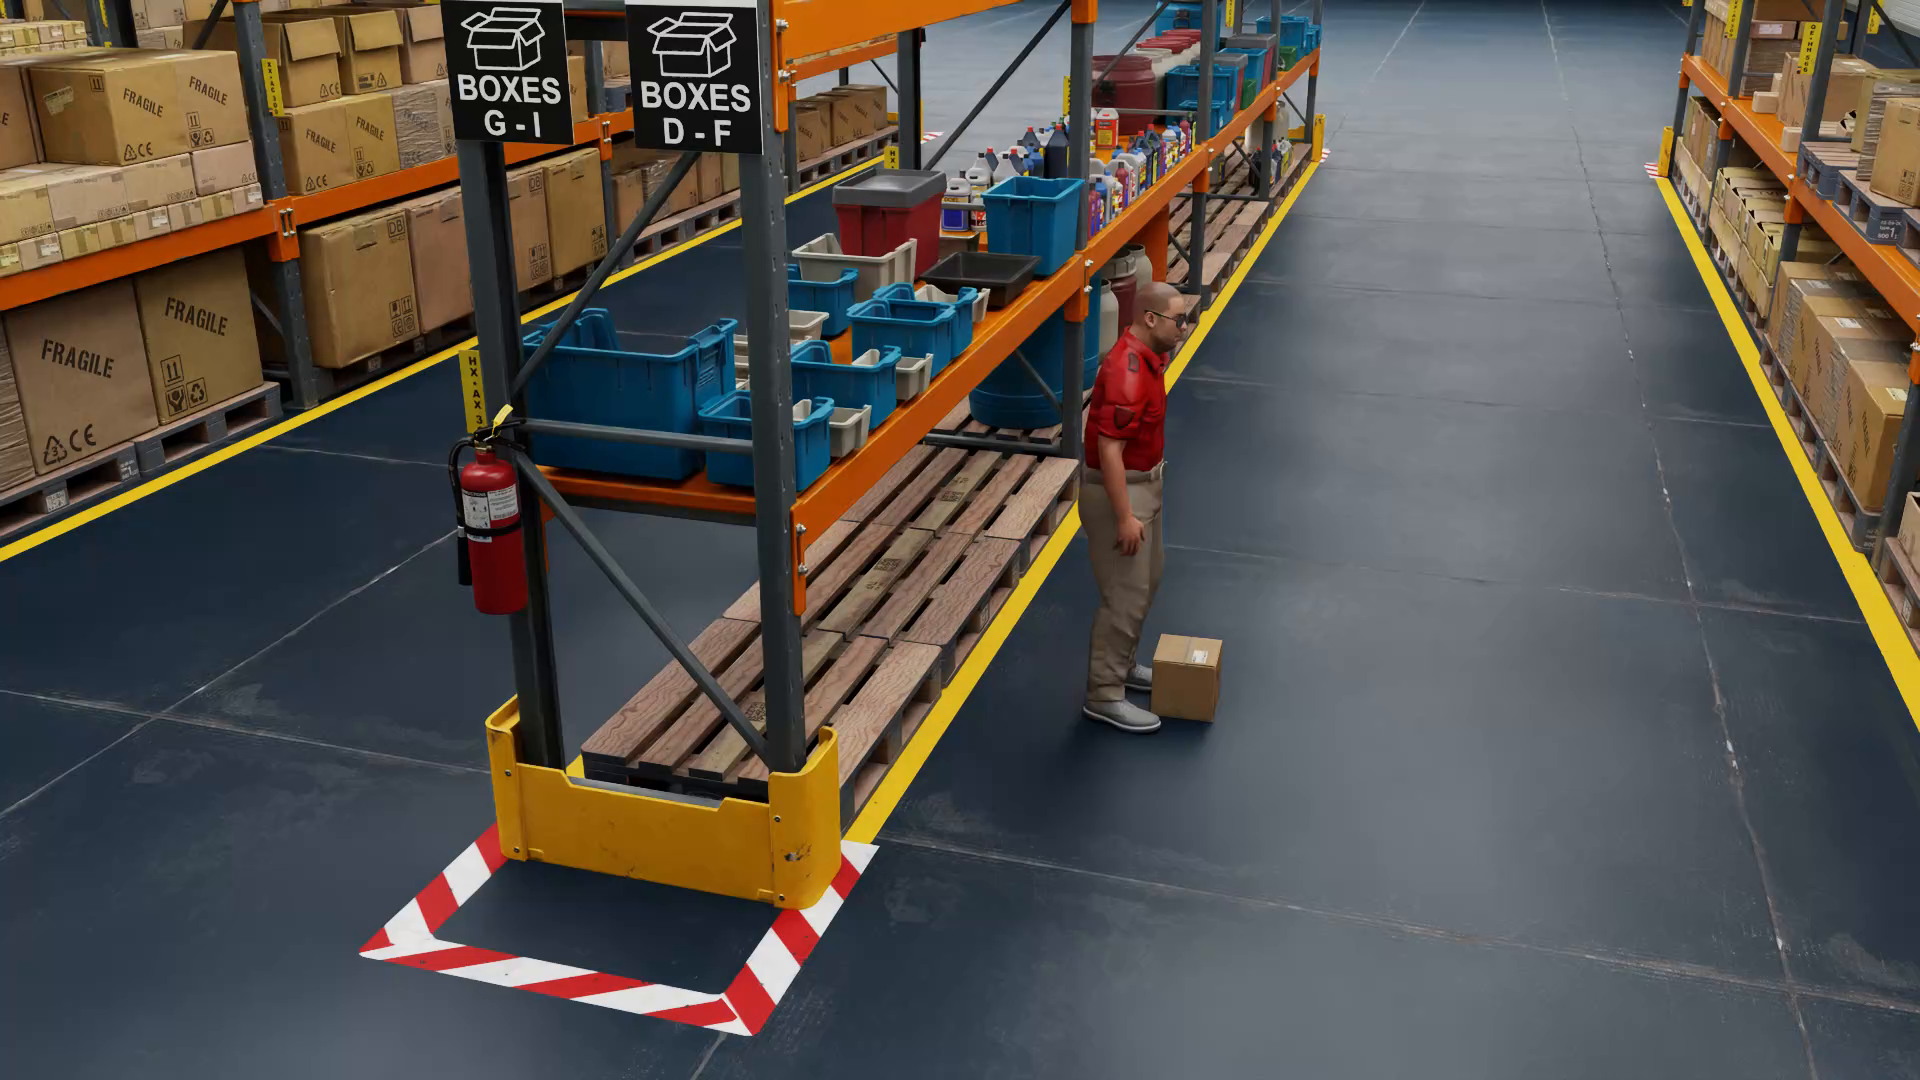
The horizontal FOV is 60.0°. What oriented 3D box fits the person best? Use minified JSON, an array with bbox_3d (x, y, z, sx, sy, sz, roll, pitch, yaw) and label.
[{"bbox_3d":[0.669,-0.155,6.496,0.386,1.726,0.593,6,23,15],"label":"person"}]
